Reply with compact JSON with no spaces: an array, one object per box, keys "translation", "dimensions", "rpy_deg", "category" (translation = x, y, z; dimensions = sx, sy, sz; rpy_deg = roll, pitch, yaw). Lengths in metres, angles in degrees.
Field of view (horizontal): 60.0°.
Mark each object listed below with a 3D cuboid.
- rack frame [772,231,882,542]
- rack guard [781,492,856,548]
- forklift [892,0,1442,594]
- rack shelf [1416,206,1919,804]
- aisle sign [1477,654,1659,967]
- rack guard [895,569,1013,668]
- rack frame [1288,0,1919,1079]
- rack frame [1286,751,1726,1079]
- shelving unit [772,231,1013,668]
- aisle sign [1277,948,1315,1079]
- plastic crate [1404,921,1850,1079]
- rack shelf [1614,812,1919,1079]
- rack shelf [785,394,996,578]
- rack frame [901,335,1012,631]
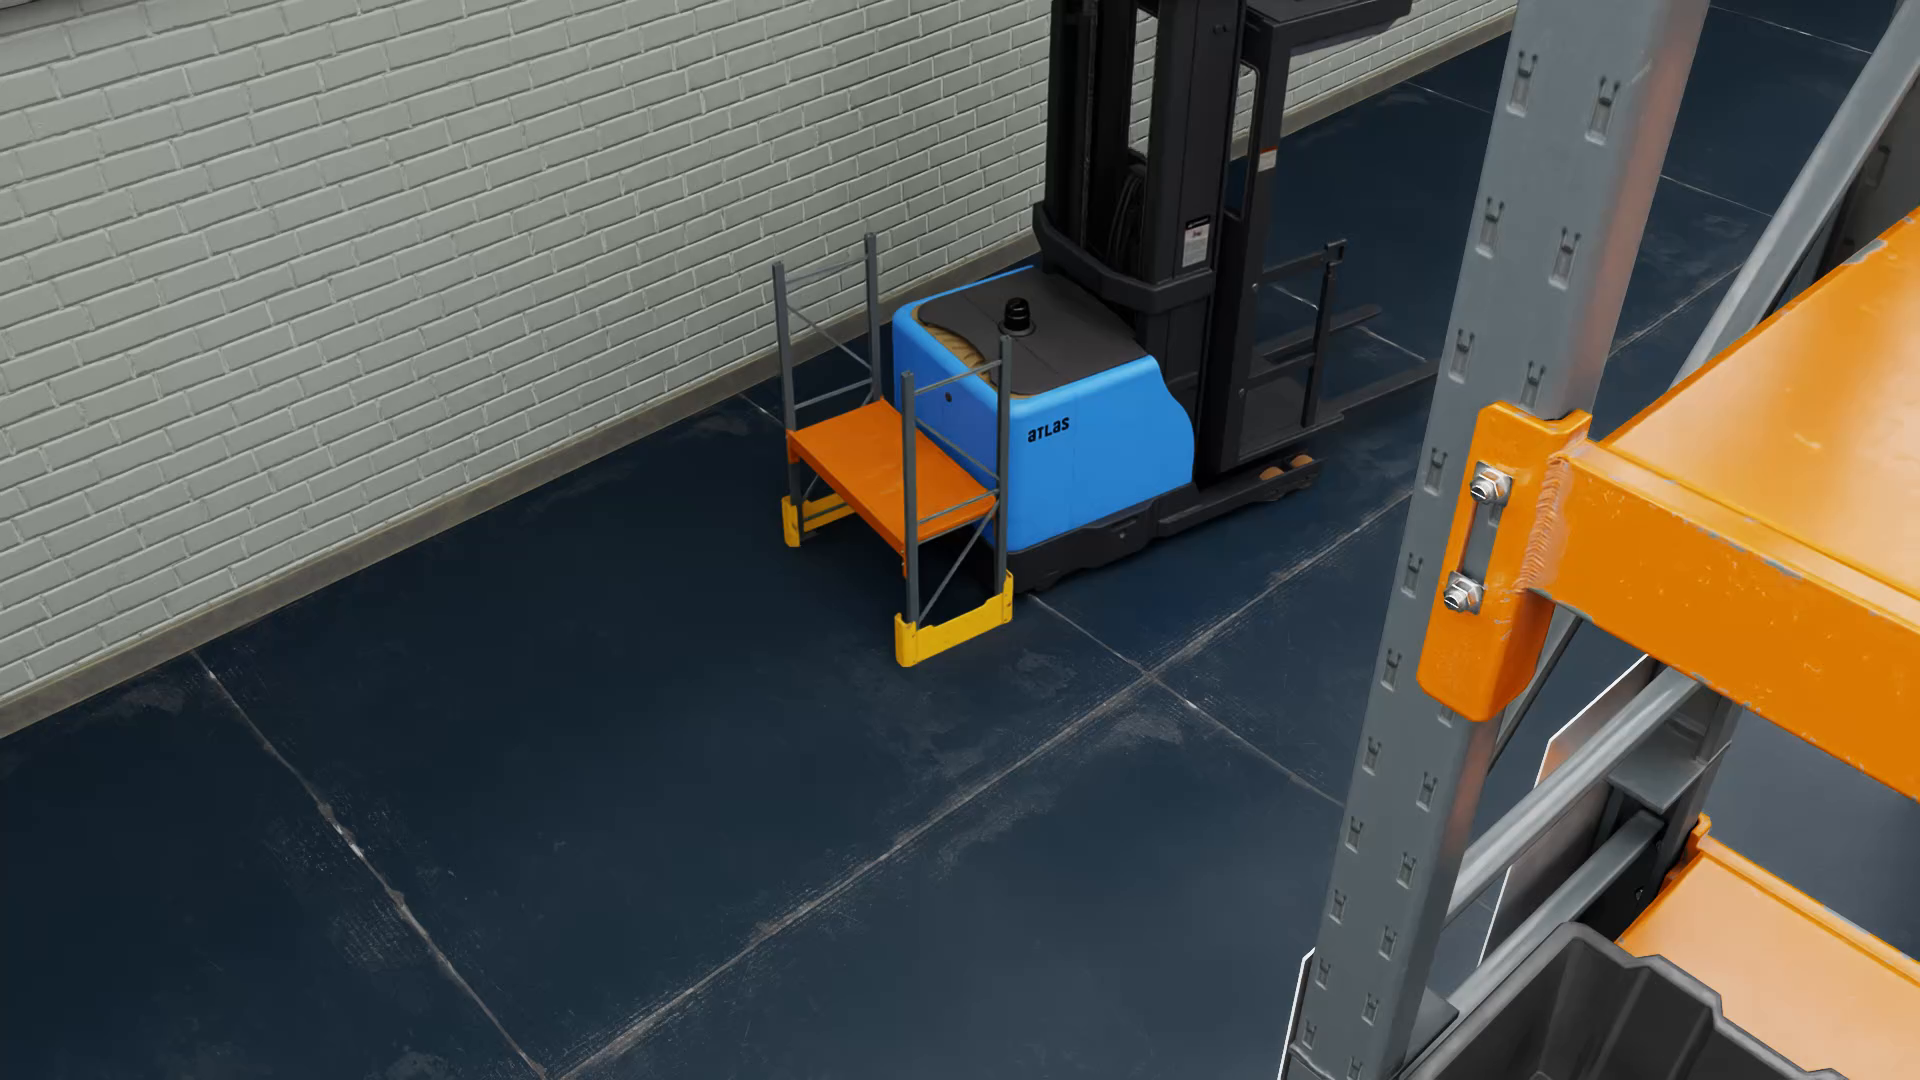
[{"translation":[-0.580,-0.664,7.587],"dimensions":[0.500,1.500,0.032],"rpy_deg":[-23,44,-26],"category":"rack frame"},{"translation":[-0.579,-0.177,7.979],"dimensions":[0.587,0.250,0.087],"rpy_deg":[-23,44,-26],"category":"rack guard"},{"translation":[1.199,-1.593,7.598],"dimensions":[3.031,2.935,1.130],"rpy_deg":[-21,44,-24],"category":"forklift"},{"translation":[2.218,0.721,0.794],"dimensions":[1.077,0.370,4.000],"rpy_deg":[-30,48,-32],"category":"rack shelf"},{"translation":[1.033,0.524,2.852],"dimensions":[0.394,0.787,0.004],"rpy_deg":[-30,48,-32],"category":"aisle sign"},{"translation":[-0.023,0.342,7.336],"dimensions":[0.587,0.250,0.087],"rpy_deg":[-23,44,-26],"category":"rack guard"},{"translation":[0.866,-0.640,1.589],"dimensions":[1.000,3.000,0.127],"rpy_deg":[-30,48,-32],"category":"rack frame"},{"translation":[0.866,1.694,3.474],"dimensions":[1.000,3.000,0.127],"rpy_deg":[-30,48,-32],"category":"rack frame"},{"translation":[-0.301,-0.404,7.264],"dimensions":[0.587,1.500,1.083],"rpy_deg":[-23,44,-26],"category":"shelving unit"},{"translation":[0.598,0.775,2.542],"dimensions":[0.394,0.787,0.004],"rpy_deg":[-30,48,-32],"category":"aisle sign"},{"translation":[0.921,0.874,2.205],"dimensions":[0.497,0.269,0.590],"rpy_deg":[-30,48,-32],"category":"plastic crate"},{"translation":[2.218,1.732,1.611],"dimensions":[1.077,0.370,4.000],"rpy_deg":[-30,48,-32],"category":"rack shelf"},{"translation":[-0.296,-0.259,7.372],"dimensions":[0.538,0.185,1.000],"rpy_deg":[-23,44,-26],"category":"rack shelf"},{"translation":[-0.012,-0.134,6.931],"dimensions":[0.500,1.500,0.032],"rpy_deg":[-23,44,-26],"category":"rack frame"}]
